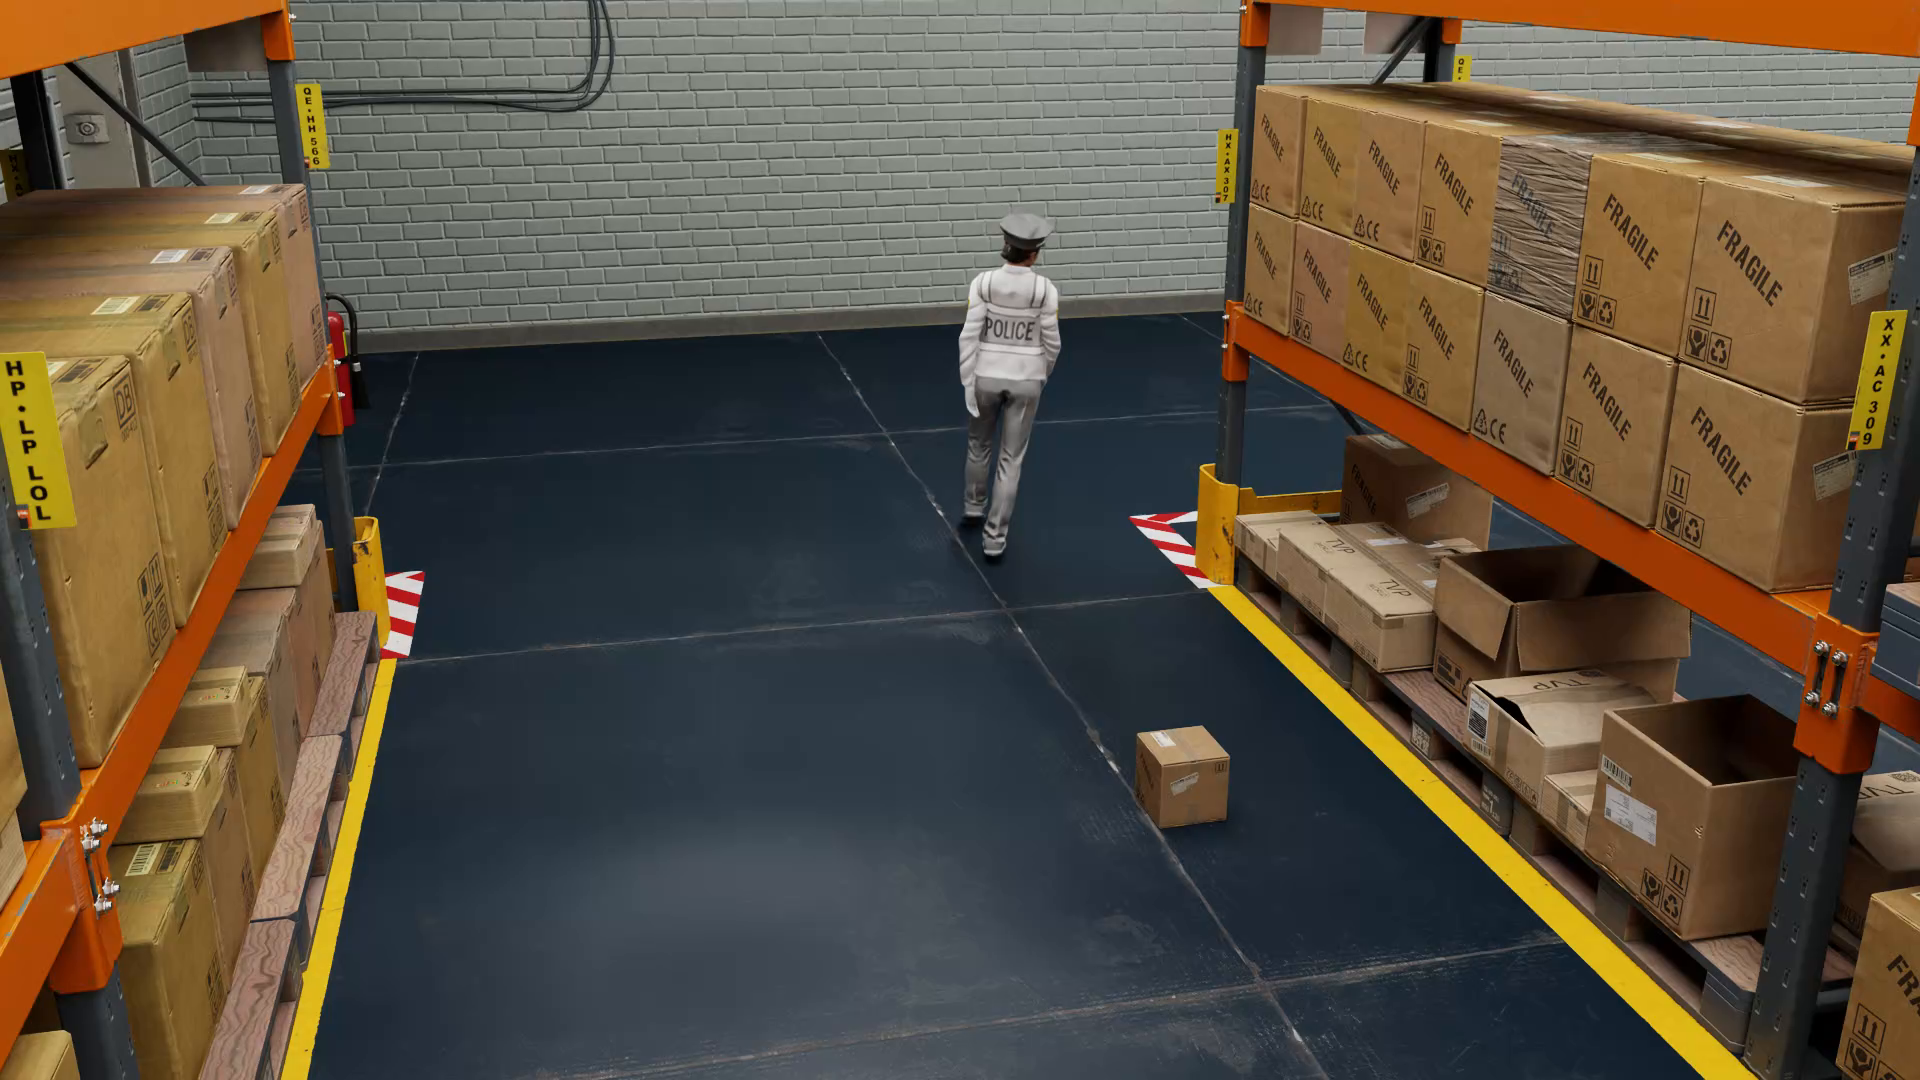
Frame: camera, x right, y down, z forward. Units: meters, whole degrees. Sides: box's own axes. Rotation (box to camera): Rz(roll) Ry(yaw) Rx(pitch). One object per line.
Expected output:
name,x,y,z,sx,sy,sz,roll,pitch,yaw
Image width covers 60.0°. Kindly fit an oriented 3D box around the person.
person,0.232,-0.783,8.236,0.548,1.665,0.758,4,20,10
